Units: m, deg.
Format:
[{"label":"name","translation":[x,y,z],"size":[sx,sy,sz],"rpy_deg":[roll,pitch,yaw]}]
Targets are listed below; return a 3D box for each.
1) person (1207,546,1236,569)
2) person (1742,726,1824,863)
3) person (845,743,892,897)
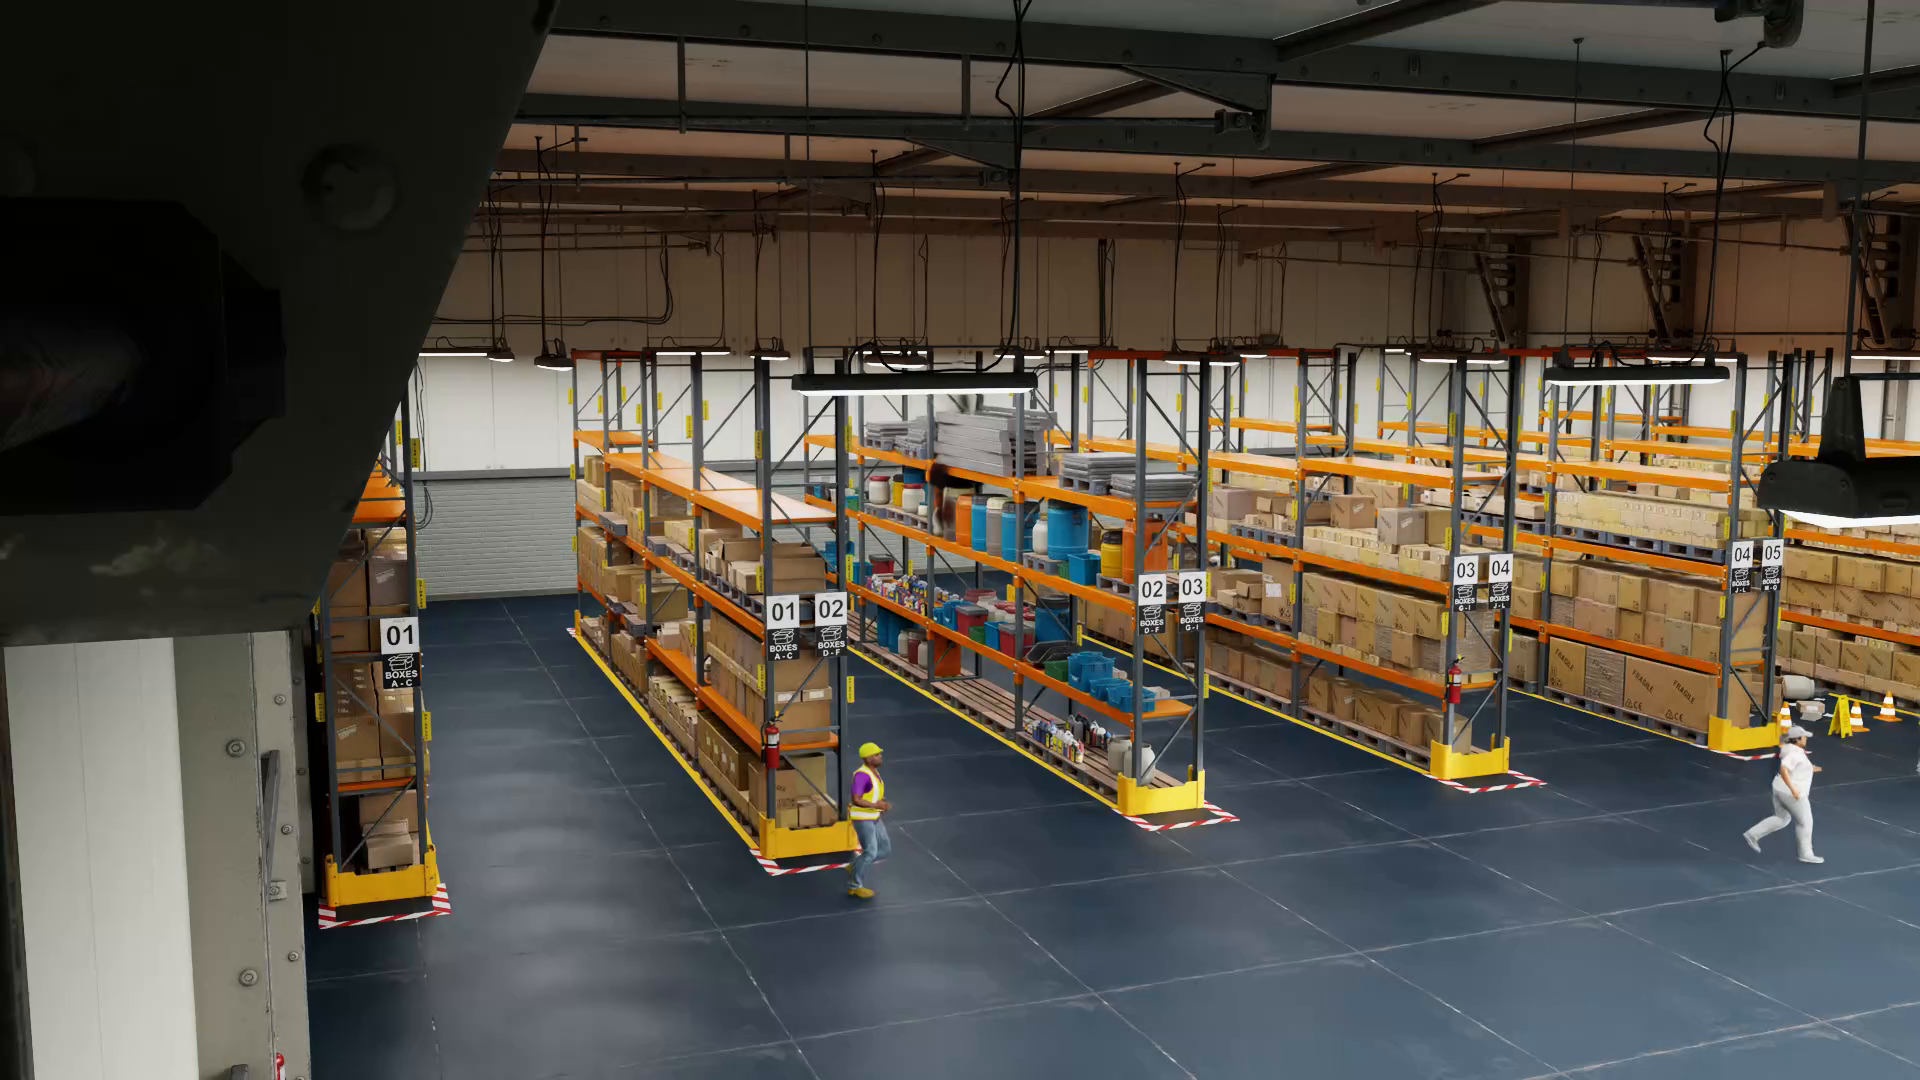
[{"label":"person","translation":[5.797,0.929,36.933],"size":[0.573,1.678,0.896],"rpy_deg":[-3,8,-24]},{"label":"person","translation":[9.894,3.030,19.878],"size":[0.906,1.649,0.607],"rpy_deg":[1,7,7]},{"label":"person","translation":[-1.006,3.145,18.847],"size":[0.601,1.709,0.716],"rpy_deg":[2,7,14]}]
